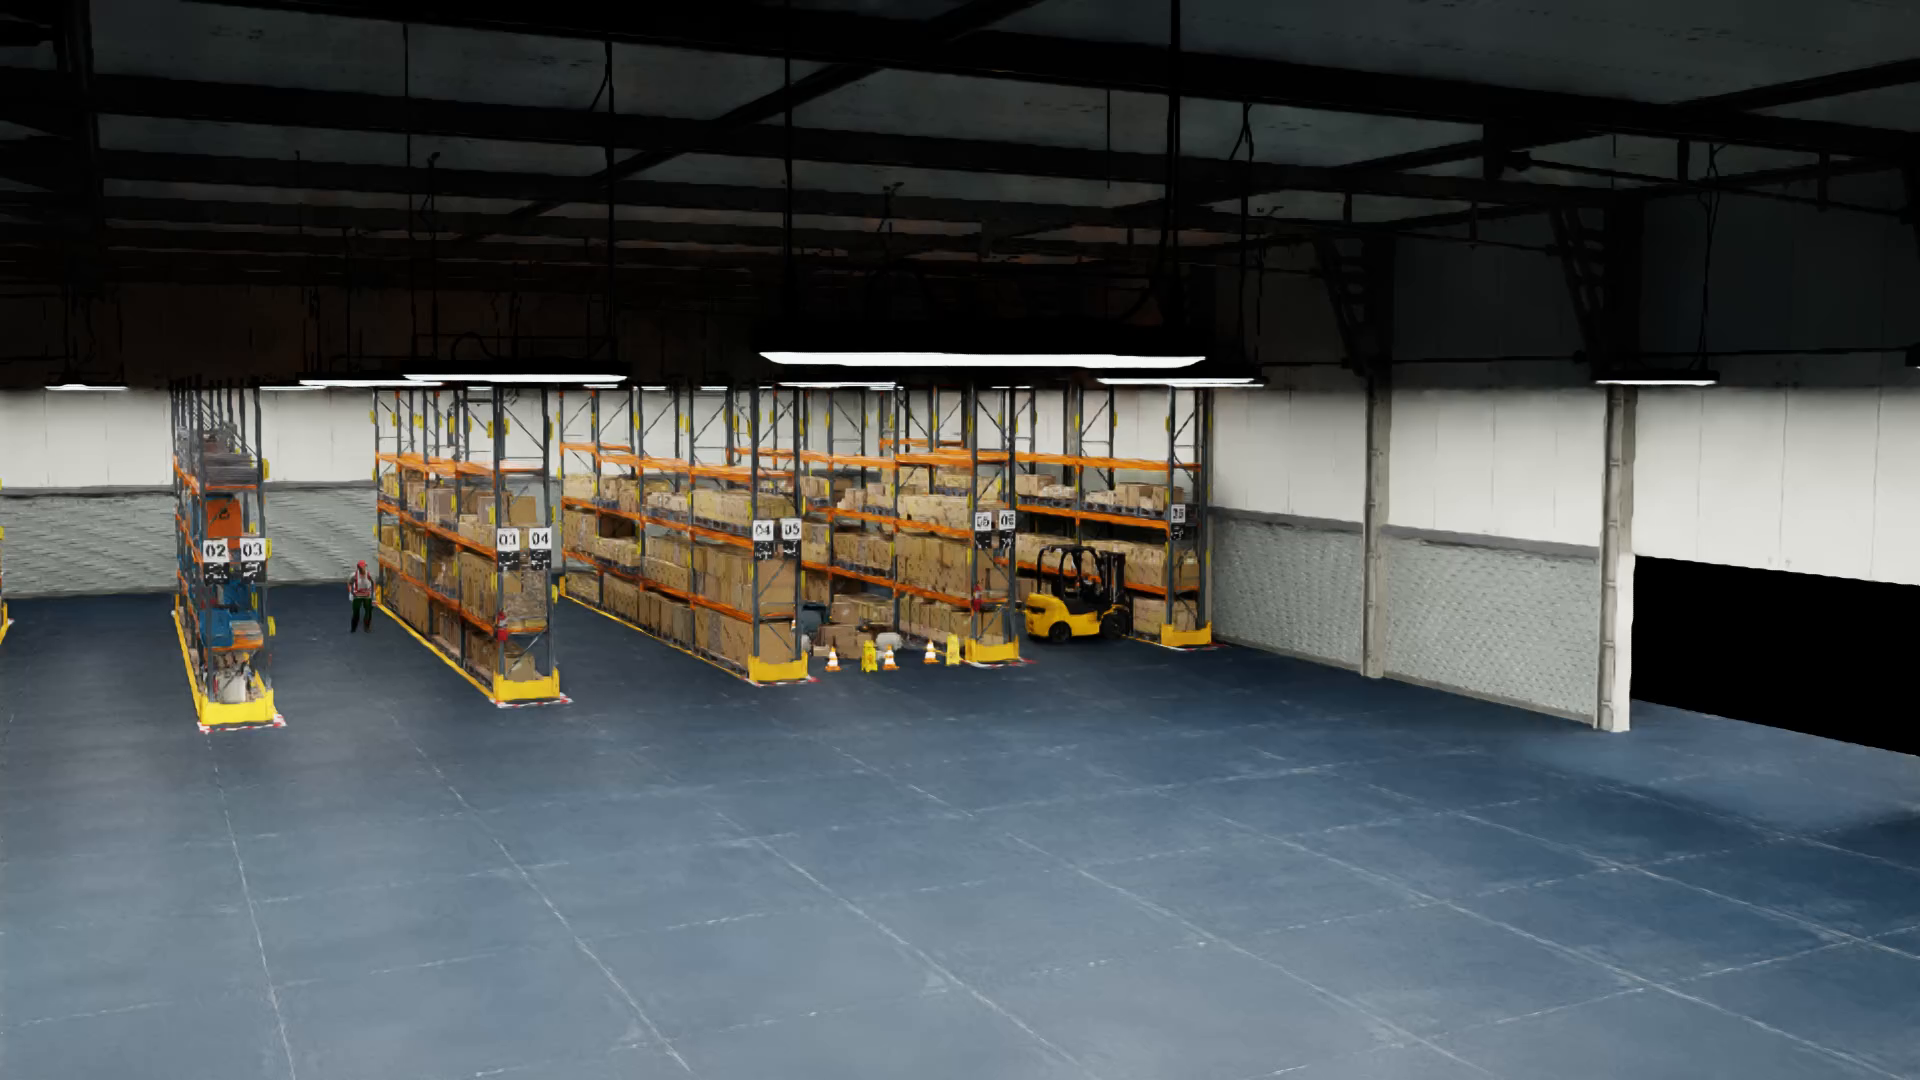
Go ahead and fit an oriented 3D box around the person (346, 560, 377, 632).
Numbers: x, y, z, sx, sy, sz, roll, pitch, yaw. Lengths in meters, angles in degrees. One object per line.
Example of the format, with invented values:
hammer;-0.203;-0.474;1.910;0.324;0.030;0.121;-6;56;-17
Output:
person;-14.255;1.339;39.647;0.677;1.741;0.552;-3;6;-28

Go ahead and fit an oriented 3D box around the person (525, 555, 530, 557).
person;-12.365;0.596;47.420;0.409;1.784;0.623;-3;6;-29
